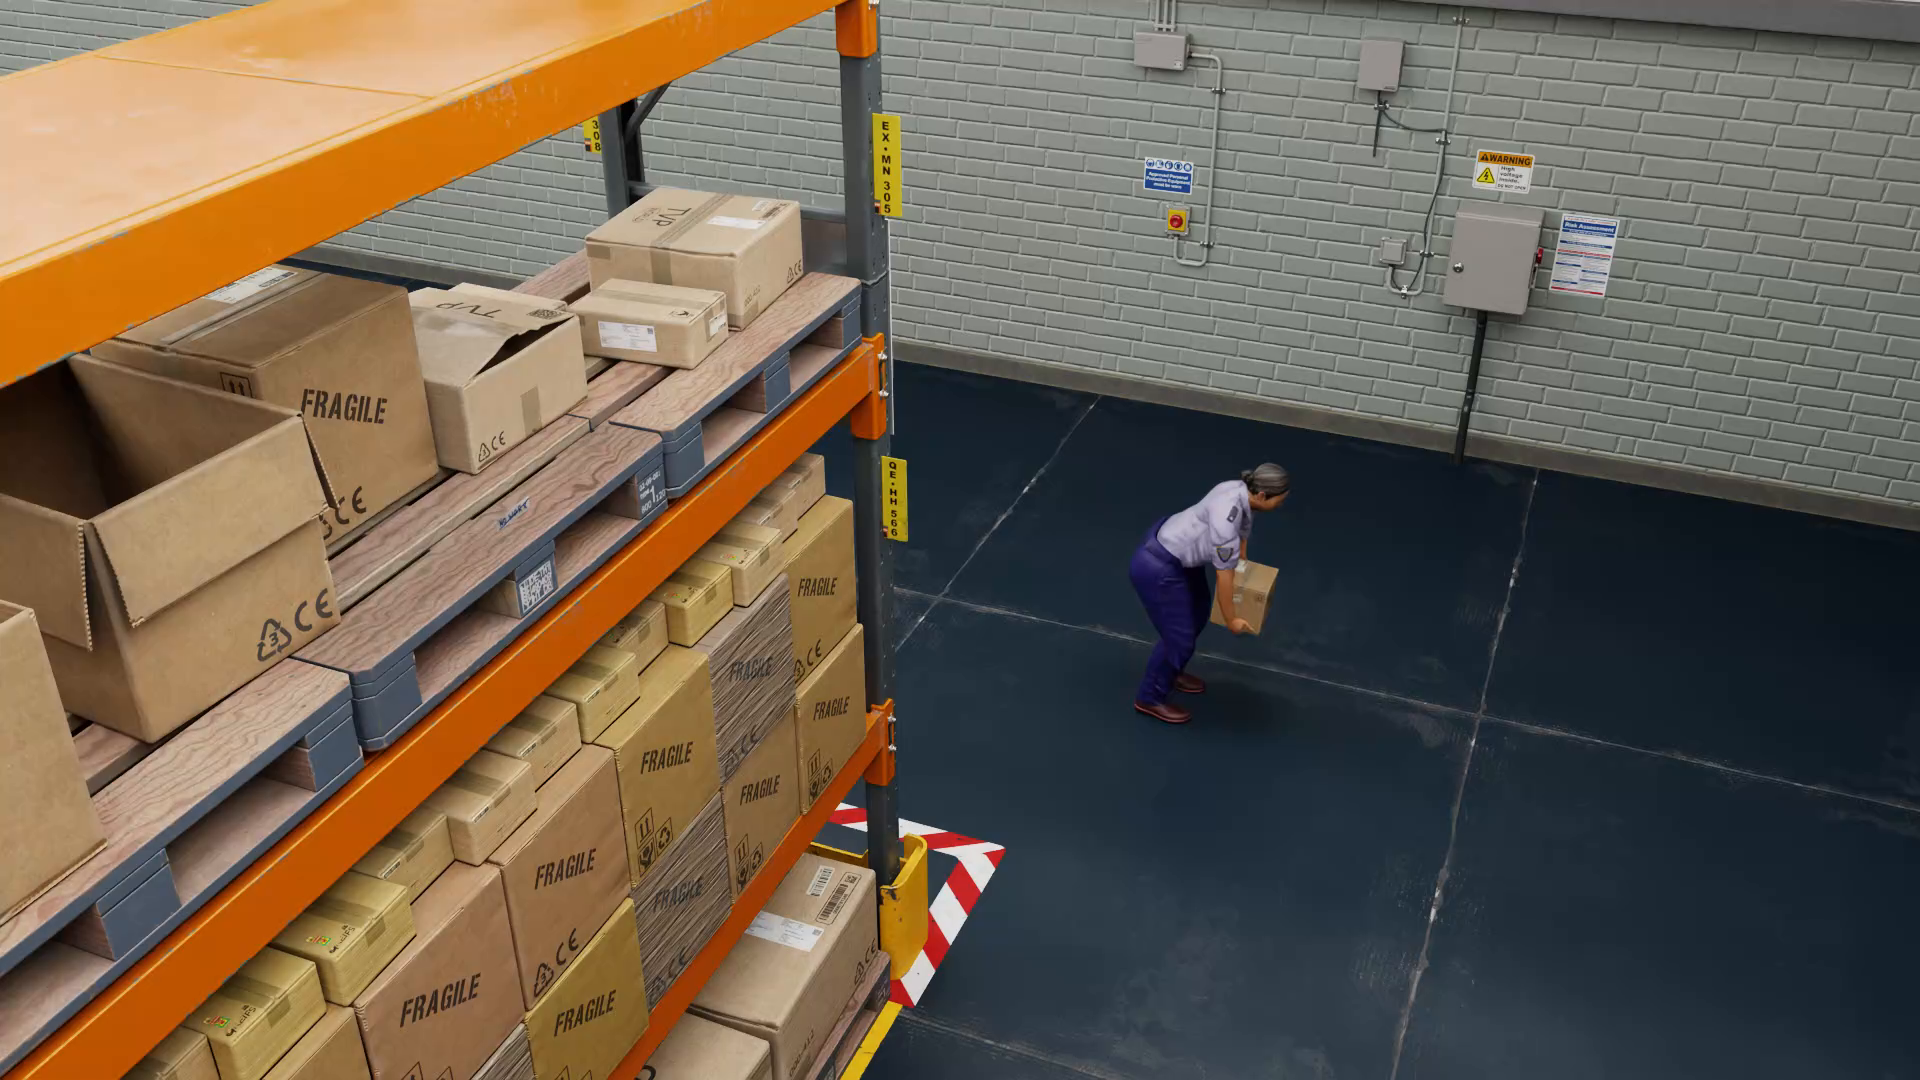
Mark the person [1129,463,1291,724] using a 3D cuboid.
[{"bbox_3d":[1.208,0.232,8.223,0.729,1.436,0.455,11,32,18],"label":"person"}]
